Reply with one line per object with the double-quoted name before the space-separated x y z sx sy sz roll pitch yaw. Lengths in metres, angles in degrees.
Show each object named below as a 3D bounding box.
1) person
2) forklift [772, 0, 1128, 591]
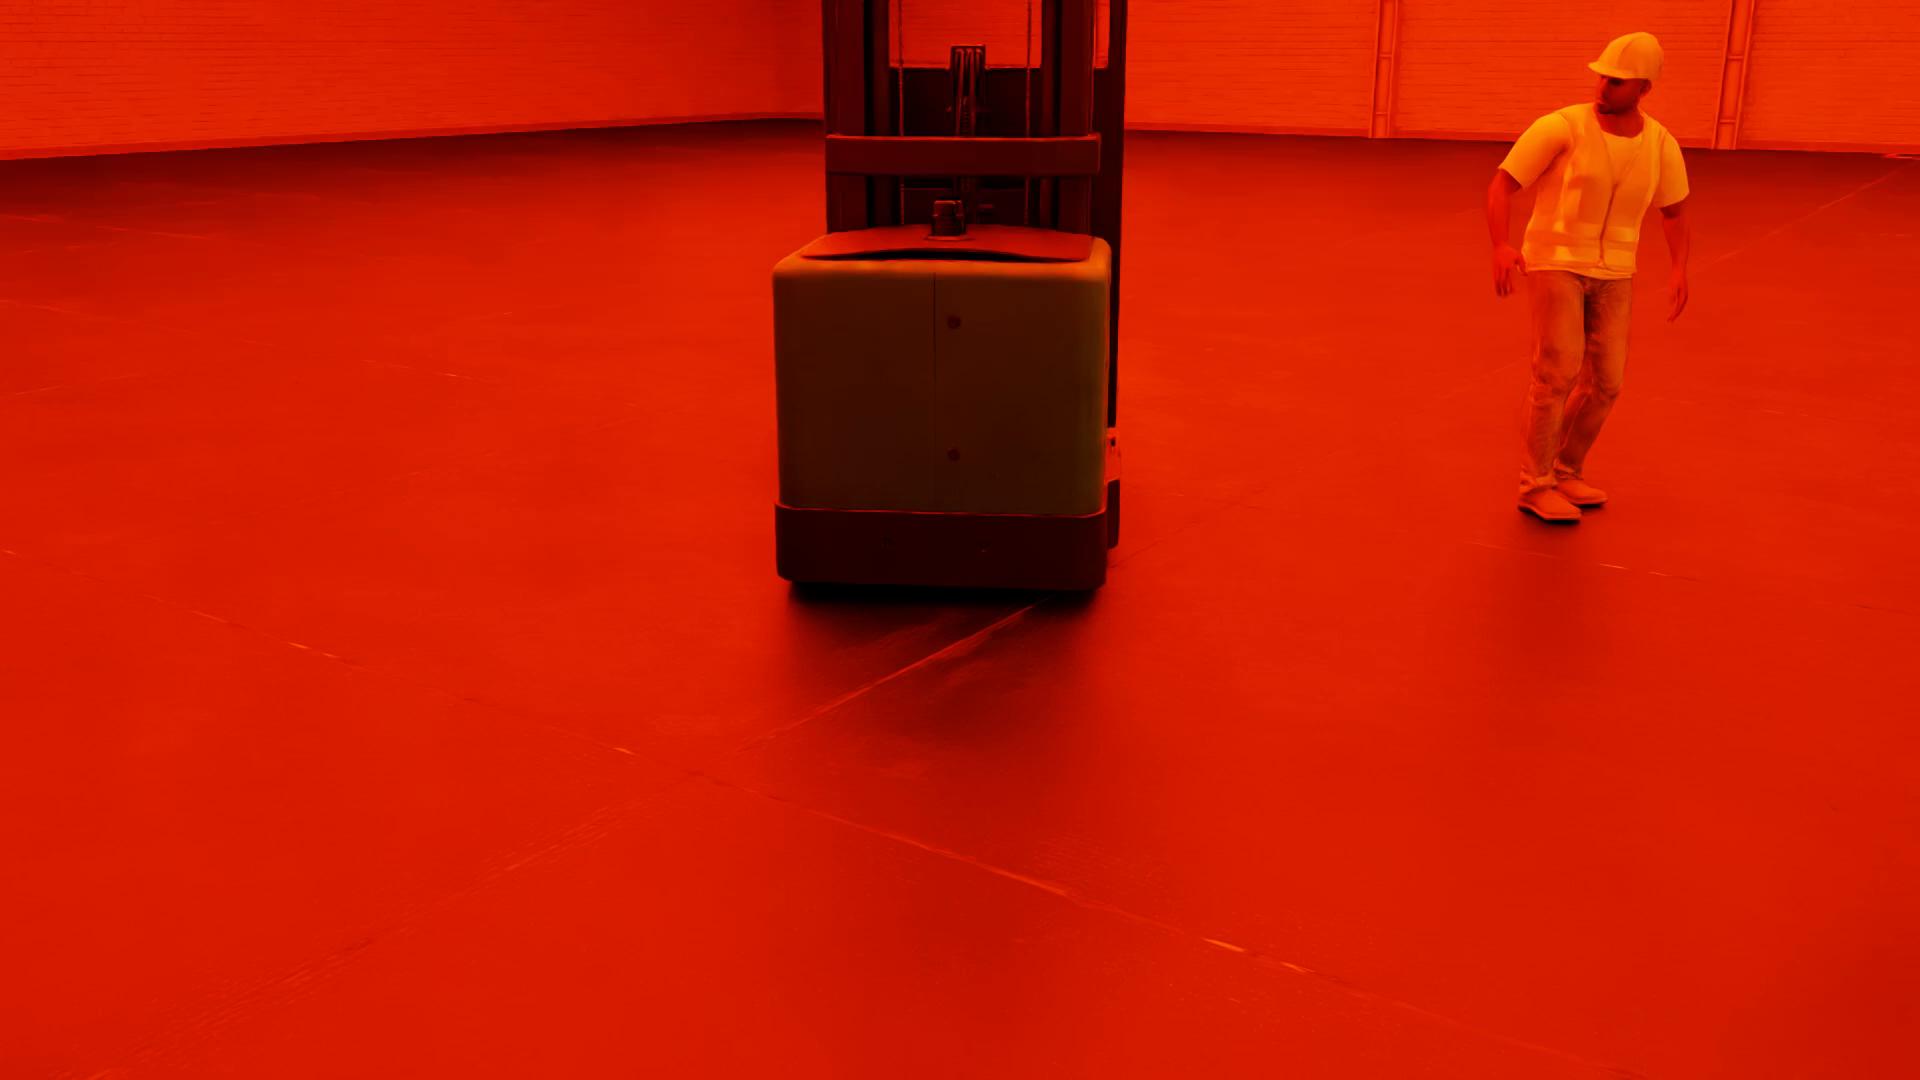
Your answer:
"person" 2.349 -0.962 6.128 0.794 1.743 0.523 -4 17 -12
"forklift" 0.077 -1.620 6.251 1.130 2.935 3.031 2 17 6
